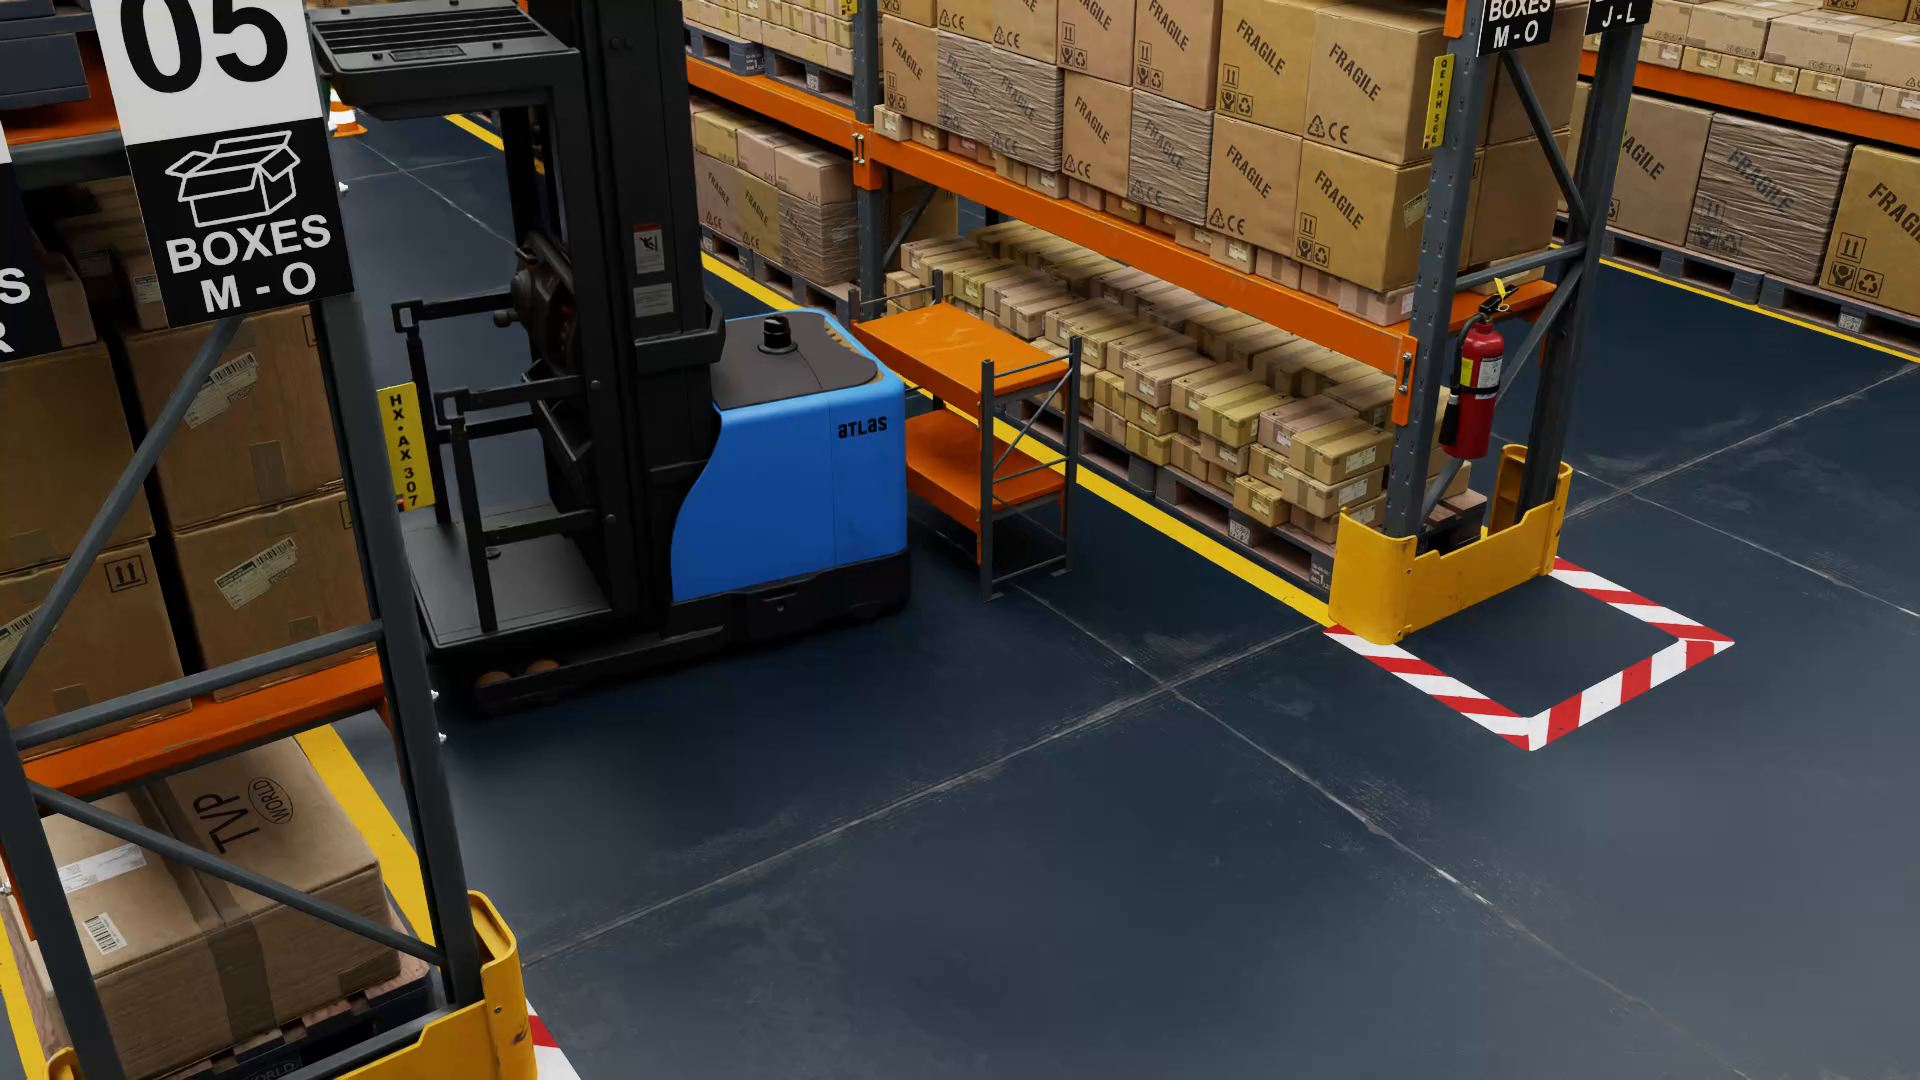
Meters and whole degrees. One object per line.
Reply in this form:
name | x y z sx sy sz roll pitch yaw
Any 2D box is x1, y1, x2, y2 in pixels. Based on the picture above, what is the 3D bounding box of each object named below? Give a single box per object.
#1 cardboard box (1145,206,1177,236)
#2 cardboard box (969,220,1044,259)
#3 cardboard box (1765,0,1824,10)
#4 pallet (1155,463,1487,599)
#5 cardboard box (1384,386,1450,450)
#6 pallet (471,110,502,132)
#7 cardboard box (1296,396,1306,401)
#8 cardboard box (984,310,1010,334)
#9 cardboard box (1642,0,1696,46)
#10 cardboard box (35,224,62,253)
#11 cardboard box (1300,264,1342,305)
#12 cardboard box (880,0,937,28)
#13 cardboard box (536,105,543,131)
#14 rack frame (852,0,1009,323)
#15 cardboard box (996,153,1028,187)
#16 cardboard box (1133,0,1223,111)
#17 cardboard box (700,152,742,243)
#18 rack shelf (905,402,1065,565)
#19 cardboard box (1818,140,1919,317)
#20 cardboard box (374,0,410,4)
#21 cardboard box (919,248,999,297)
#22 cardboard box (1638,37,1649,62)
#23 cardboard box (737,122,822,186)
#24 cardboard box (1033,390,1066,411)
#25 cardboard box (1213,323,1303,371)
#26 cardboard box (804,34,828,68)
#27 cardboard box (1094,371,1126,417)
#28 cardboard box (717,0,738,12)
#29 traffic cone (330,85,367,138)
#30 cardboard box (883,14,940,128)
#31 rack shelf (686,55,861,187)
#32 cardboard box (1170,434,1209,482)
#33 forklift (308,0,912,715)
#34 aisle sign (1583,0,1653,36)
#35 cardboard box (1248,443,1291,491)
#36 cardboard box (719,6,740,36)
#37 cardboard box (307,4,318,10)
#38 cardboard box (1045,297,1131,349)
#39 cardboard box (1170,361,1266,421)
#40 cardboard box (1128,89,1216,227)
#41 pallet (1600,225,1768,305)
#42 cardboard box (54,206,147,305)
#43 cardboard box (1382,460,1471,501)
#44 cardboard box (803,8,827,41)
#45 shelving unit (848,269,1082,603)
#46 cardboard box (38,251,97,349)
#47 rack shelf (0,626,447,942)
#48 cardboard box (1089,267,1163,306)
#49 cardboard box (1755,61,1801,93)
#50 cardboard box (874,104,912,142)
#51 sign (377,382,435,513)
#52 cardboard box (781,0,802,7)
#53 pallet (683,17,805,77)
cardboard box | 1.080 -1.527 7.683 0.380 0.149 0.250 -20 35 -33
cardboard box | 0.273 -1.746 9.746 0.380 0.149 0.250 -18 33 -29
cardboard box | 5.313 -3.322 10.569 0.500 0.250 0.500 -20 34 -32
pallet | 1.689 -0.194 7.886 1.003 0.211 1.213 -19 34 -31
cardboard box | 2.148 -0.555 7.553 0.380 0.149 0.250 -21 35 -33
pallet | -3.565 -3.750 14.434 1.003 0.211 1.213 -19 34 -31
cardboard box | 1.754 -0.594 7.936 0.380 0.149 0.250 -18 33 -30
cardboard box | 0.349 -1.188 9.030 0.380 0.149 0.250 -21 35 -33
cardboard box | 4.603 -3.368 10.654 0.500 0.250 0.500 -18 33 -29
cardboard box | -2.150 -0.602 4.563 0.500 0.500 0.500 -20 34 -32
cardboard box | 1.642 -1.109 6.913 0.380 0.149 0.250 -19 34 -31
cardboard box | -0.082 -2.990 8.649 0.500 0.500 0.500 -18 33 -29
cardboard box | -2.745 -3.632 13.211 1.050 0.750 0.750 -19 34 -31
rack frame | -0.145 -2.619 9.430 1.000 3.000 0.127 -19 34 -31
cardboard box | 0.406 -1.916 8.398 0.380 0.149 0.250 -18 33 -30
cardboard box | 1.104 -2.184 7.164 0.500 0.500 0.500 -17 33 -28
cardboard box | -1.371 -2.323 11.064 0.500 0.500 0.500 -20 34 -32
rack shelf | 0.004 -0.277 7.593 0.538 0.278 1.000 -19 34 -31
cardboard box | 5.838 -1.875 9.847 0.875 0.875 0.875 -19 34 -31
cardboard box | -5.093 -5.244 16.049 0.875 0.875 0.875 -18 33 -30
cardboard box | -0.002 -1.498 9.288 0.380 0.149 0.250 -17 33 -28
cardboard box | 4.463 -3.230 10.818 0.380 0.149 0.250 -19 34 -31
cardboard box | -1.070 -2.458 10.526 0.500 0.250 0.500 -17 33 -28
cardboard box | 0.590 -0.827 8.677 0.380 0.149 0.250 -20 34 -32
cardboard box | 1.484 -0.946 8.273 0.380 0.149 0.250 -17 33 -29
cardboard box | -0.688 -2.894 9.758 0.380 0.149 0.250 -19 34 -30
cardboard box | 0.889 -0.757 8.236 0.380 0.149 0.250 -17 33 -28
cardboard box | -1.304 -3.436 10.444 0.380 0.149 0.250 -19 34 -30
traffic cone | -5.238 -3.675 14.032 0.336 0.463 0.334 -19 34 -31
cardboard box | -0.063 -2.532 8.852 0.500 0.500 0.500 -19 34 -32
rack shelf | -1.305 -3.081 11.033 1.077 0.370 4.000 -19 34 -31
cardboard box | 1.231 -0.434 7.953 0.380 0.149 0.250 -18 33 -30
forklift | -1.768 -0.893 6.324 3.031 2.935 1.130 -13 31 -22
aisle sign | 2.462 -2.261 6.047 0.394 0.787 0.004 -19 34 -31
cardboard box | 1.529 -0.369 7.522 0.380 0.149 0.250 -20 34 -32
cardboard box | -1.295 -3.298 10.504 0.380 0.149 0.250 -17 33 -29
cardboard box | -6.522 -4.951 16.340 0.500 0.500 0.500 -13 31 -22
cardboard box | 0.661 -1.113 8.581 0.380 0.149 0.250 -20 35 -33
cardboard box | 1.210 -0.690 7.802 0.380 0.149 0.250 -20 34 -33
cardboard box | 1.108 -1.738 7.391 0.500 0.500 0.500 -19 34 -30
pallet | 5.043 -1.936 11.093 1.003 0.211 1.213 -19 34 -31
cardboard box | -1.989 -0.720 4.100 0.380 0.149 0.250 -18 33 -29
cardboard box | 2.132 -0.288 7.685 0.380 0.149 0.250 -18 33 -30
cardboard box | -0.690 -3.026 9.691 0.380 0.149 0.250 -19 34 -30
shelving unit | 0.004 -0.492 7.477 0.538 1.125 1.048 -19 34 -31
cardboard box | -2.170 -0.507 3.708 0.380 0.149 0.250 -18 33 -30
rack shelf | -2.958 -0.116 5.574 1.077 0.370 4.000 -19 34 -31
cardboard box | 0.923 -1.361 9.036 0.380 0.149 0.250 -21 35 -33
cardboard box | 5.055 -2.832 10.085 0.380 0.149 0.250 -19 34 -30
cardboard box | -0.247 -2.308 9.120 0.380 0.149 0.250 -17 33 -29
sign | -1.343 -0.221 4.024 0.100 0.325 0.005 -19 34 -31
cardboard box | -0.842 -3.262 9.813 0.380 0.149 0.250 -20 34 -32
pallet | -1.284 -3.332 10.943 1.003 0.211 1.213 -19 34 -31
